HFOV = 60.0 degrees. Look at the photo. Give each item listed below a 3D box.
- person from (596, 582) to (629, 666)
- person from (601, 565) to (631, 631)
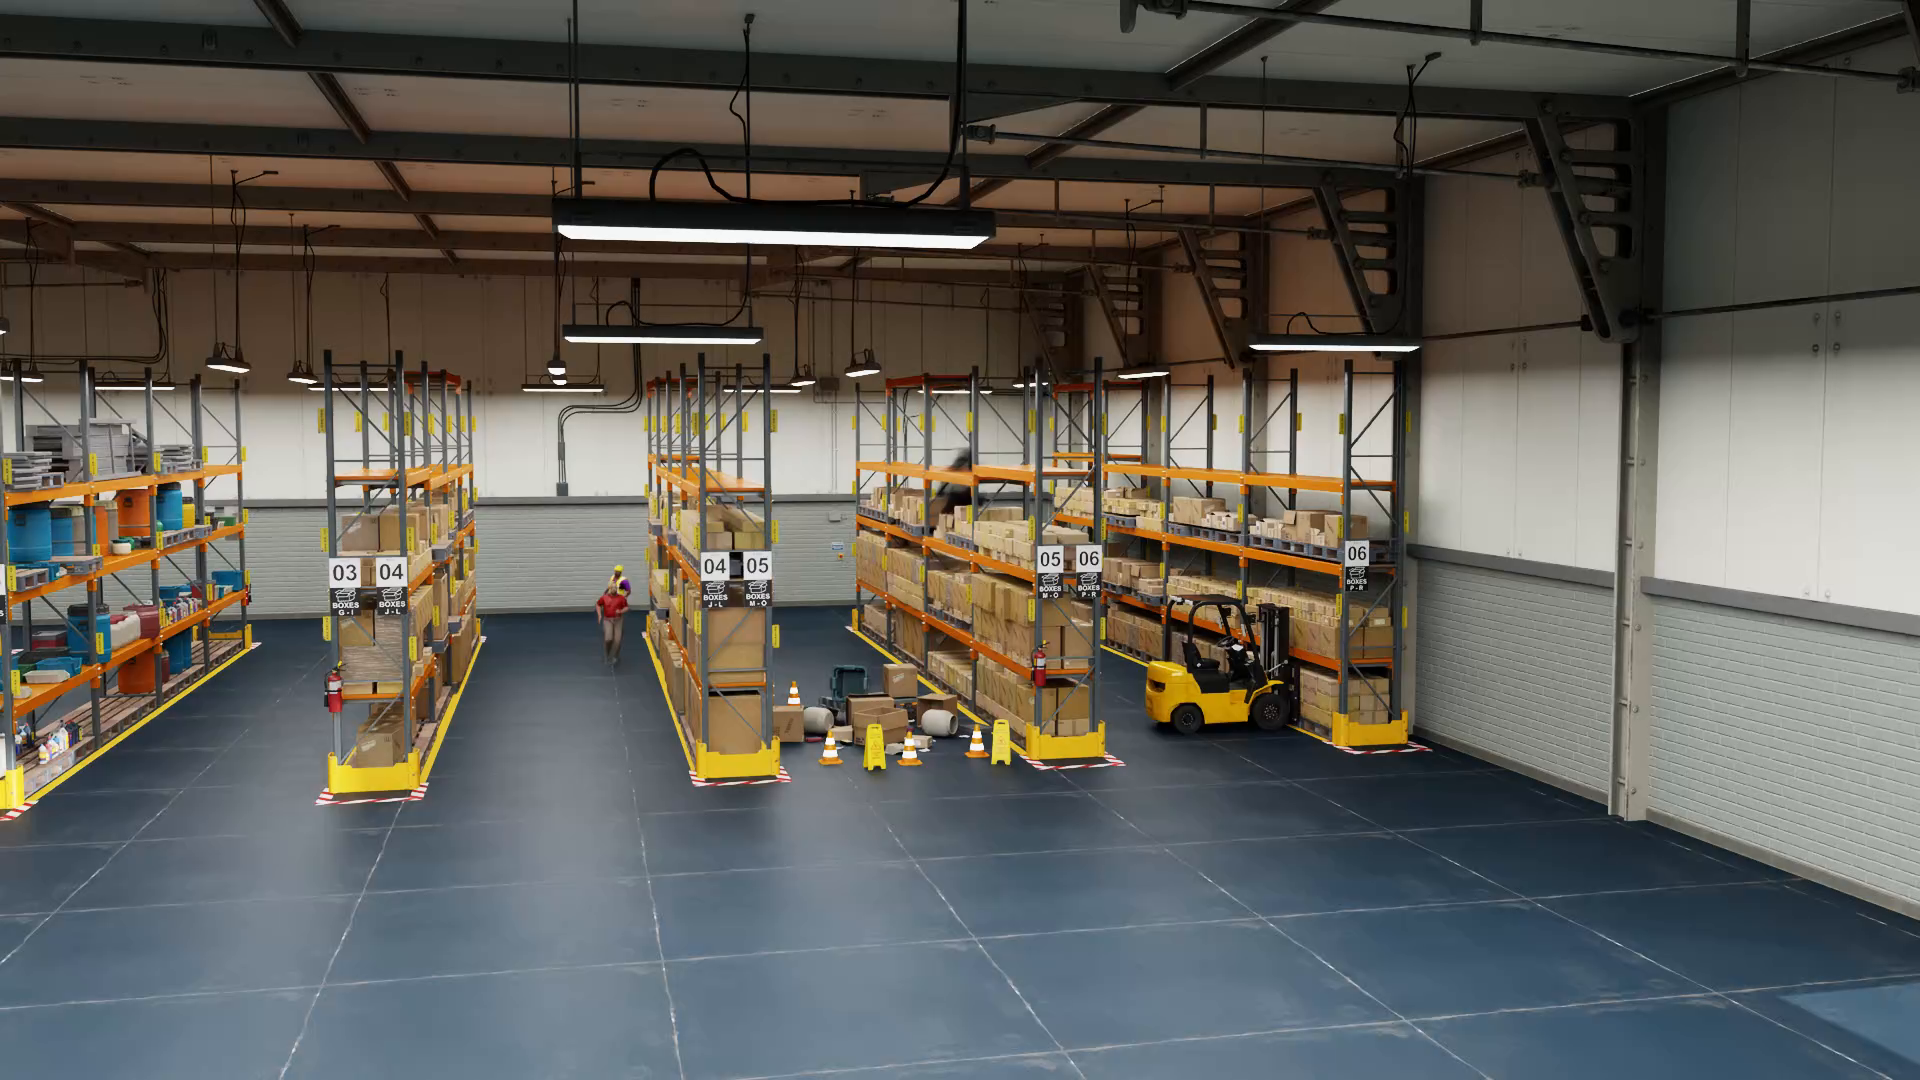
[{"bbox_3d":[-7.190,1.756,34.469,0.636,1.747,0.713,-1,4,-18],"label":"person"},{"bbox_3d":[-8.288,1.409,39.985,0.537,1.635,0.799,-4,5,-43],"label":"person"}]
